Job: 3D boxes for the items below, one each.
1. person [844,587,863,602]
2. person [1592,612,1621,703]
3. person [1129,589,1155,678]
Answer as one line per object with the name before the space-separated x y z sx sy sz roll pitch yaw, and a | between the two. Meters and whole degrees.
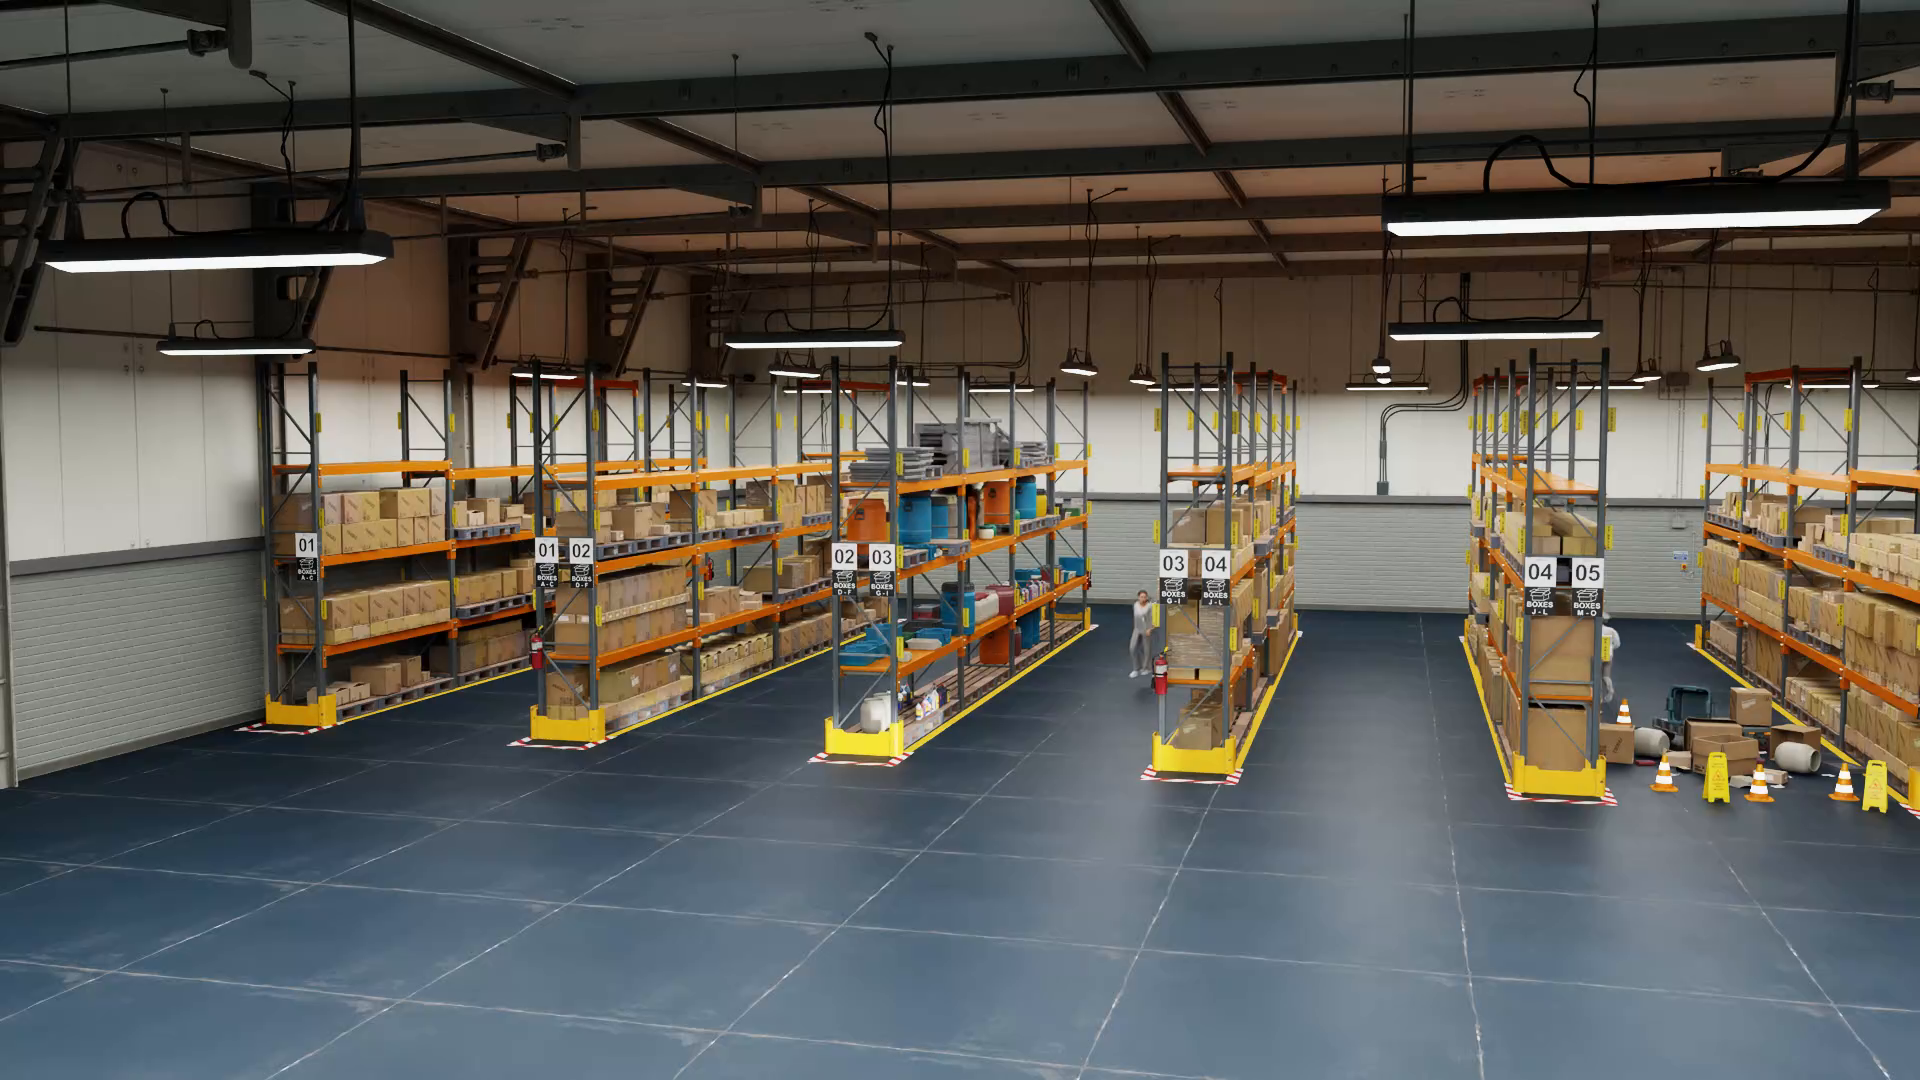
person | -2.730 1.121 43.074 0.839 1.674 0.547 1 4 18
person | 11.472 2.114 29.625 0.609 1.641 0.717 1 4 8
person | 3.424 1.728 30.898 0.551 1.660 0.724 2 5 28
